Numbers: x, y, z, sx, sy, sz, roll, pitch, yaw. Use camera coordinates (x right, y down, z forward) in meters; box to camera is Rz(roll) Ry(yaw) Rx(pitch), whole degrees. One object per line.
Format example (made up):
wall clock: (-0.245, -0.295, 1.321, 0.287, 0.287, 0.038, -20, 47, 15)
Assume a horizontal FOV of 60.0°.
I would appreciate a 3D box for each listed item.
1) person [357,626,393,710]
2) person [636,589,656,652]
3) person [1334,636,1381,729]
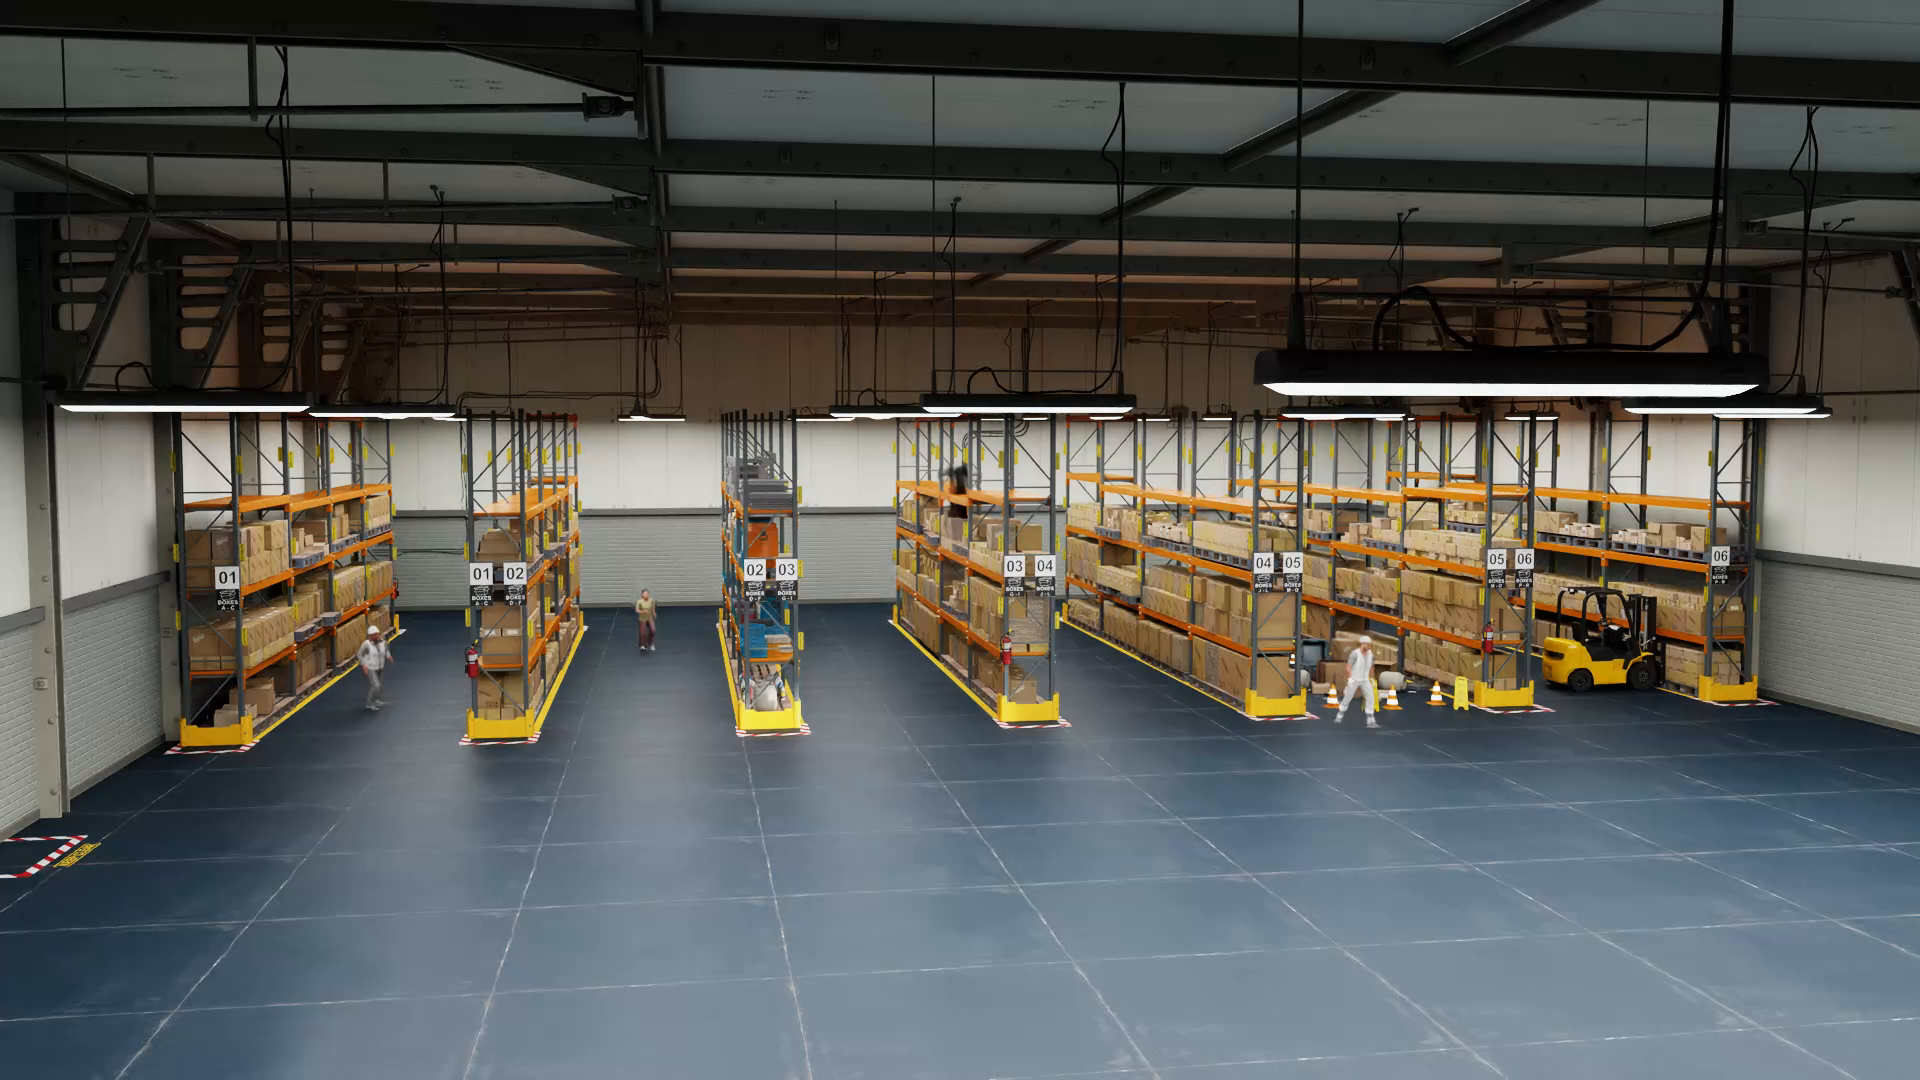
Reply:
person: (-11.731, 2.561, 33.422, 0.810, 1.715, 0.687, 2, 4, 26)
person: (-7.889, 2.011, 41.761, 0.585, 1.596, 0.910, -2, 4, -25)
person: (7.549, 2.659, 31.445, 0.731, 1.731, 0.937, -2, 4, -23)
